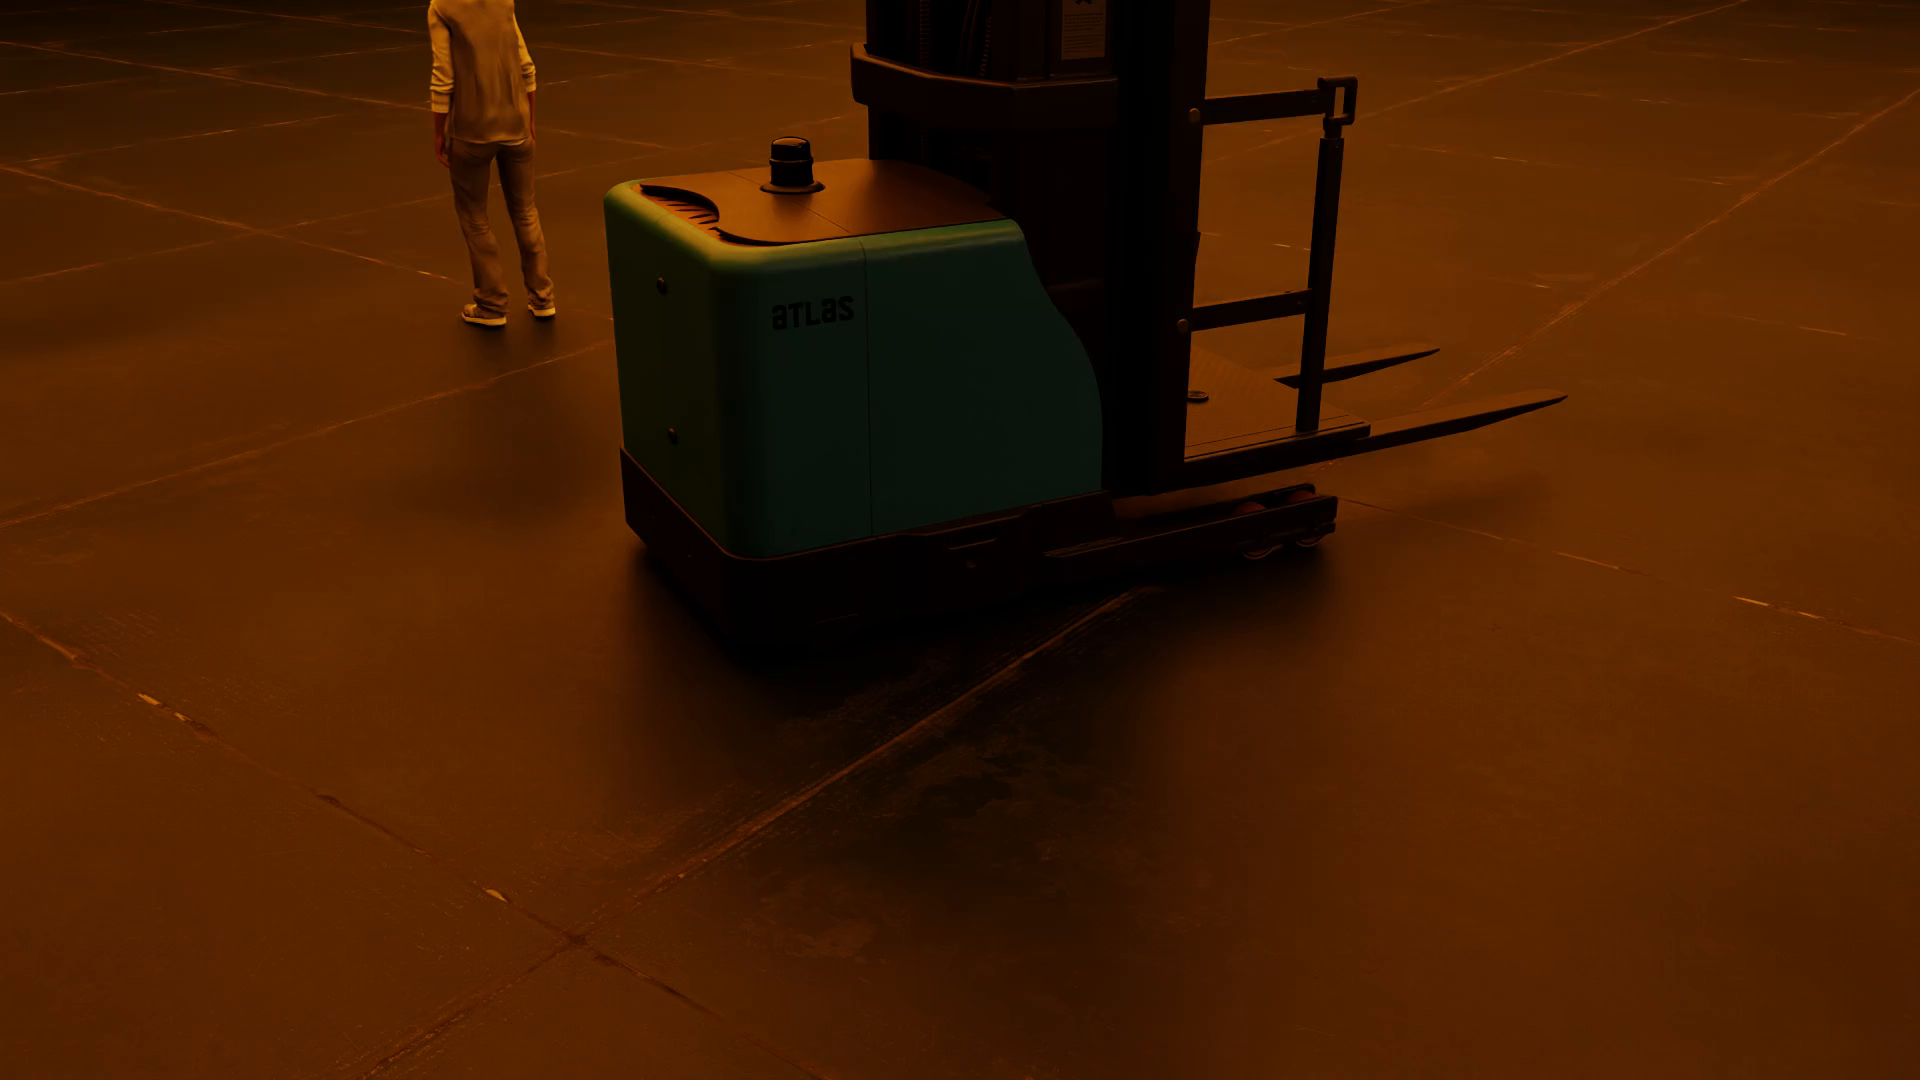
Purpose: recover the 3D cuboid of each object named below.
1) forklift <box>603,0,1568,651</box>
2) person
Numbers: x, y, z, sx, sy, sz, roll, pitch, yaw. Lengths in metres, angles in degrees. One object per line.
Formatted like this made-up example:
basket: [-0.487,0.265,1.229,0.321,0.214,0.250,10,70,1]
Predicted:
forklift: [0.546,-1.460,4.697,3.031,2.935,1.130,-12,26,-25]
person: [-1.954,-1.681,6.892,0.479,1.591,0.345,-19,30,-37]
